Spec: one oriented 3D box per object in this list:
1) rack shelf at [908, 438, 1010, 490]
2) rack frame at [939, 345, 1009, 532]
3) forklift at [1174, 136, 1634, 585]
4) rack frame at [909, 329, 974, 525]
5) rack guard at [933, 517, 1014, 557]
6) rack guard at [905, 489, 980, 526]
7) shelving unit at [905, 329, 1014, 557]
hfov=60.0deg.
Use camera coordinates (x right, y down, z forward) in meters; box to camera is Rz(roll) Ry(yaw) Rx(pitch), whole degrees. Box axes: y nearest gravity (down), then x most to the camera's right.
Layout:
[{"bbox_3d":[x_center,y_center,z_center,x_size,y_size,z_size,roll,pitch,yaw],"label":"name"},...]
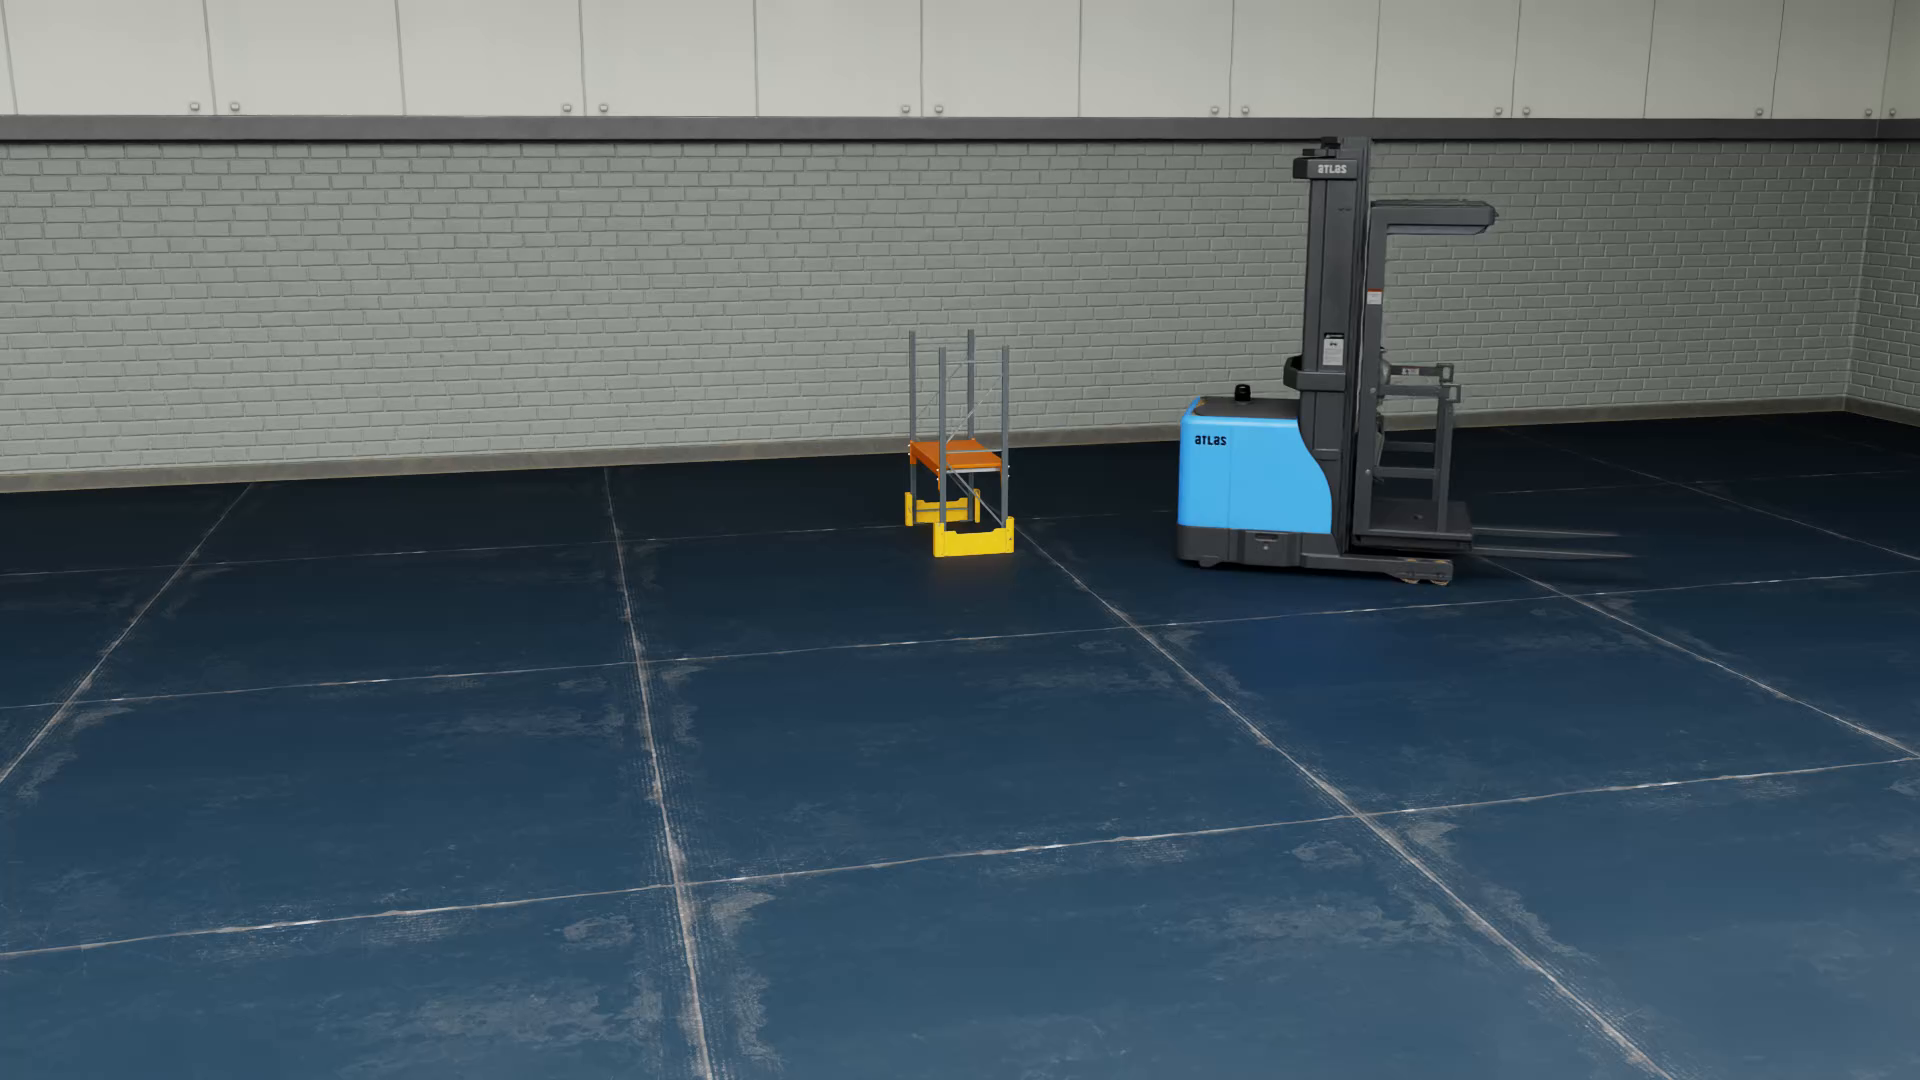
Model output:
[{"bbox_3d":[-0.020,-0.574,12.372,0.538,0.185,1.000,-3,14,-13],"label":"rack shelf"},{"bbox_3d":[0.099,-0.631,11.850,0.500,1.500,0.032,-3,14,-13],"label":"rack frame"},{"bbox_3d":[3.077,-1.258,11.400,3.031,2.935,1.130,3,14,13],"label":"forklift"},{"bbox_3d":[-0.139,-0.866,12.810,0.500,1.500,0.032,-3,14,-13],"label":"rack frame"},{"bbox_3d":[0.099,-0.024,11.999,0.587,0.250,0.087,-3,14,-13],"label":"rack guard"},{"bbox_3d":[-0.135,-0.254,12.940,0.587,0.250,0.087,-3,14,-13],"label":"rack guard"},{"bbox_3d":[-0.018,-0.746,12.321,0.587,1.500,1.083,-3,14,-13],"label":"shelving unit"}]
